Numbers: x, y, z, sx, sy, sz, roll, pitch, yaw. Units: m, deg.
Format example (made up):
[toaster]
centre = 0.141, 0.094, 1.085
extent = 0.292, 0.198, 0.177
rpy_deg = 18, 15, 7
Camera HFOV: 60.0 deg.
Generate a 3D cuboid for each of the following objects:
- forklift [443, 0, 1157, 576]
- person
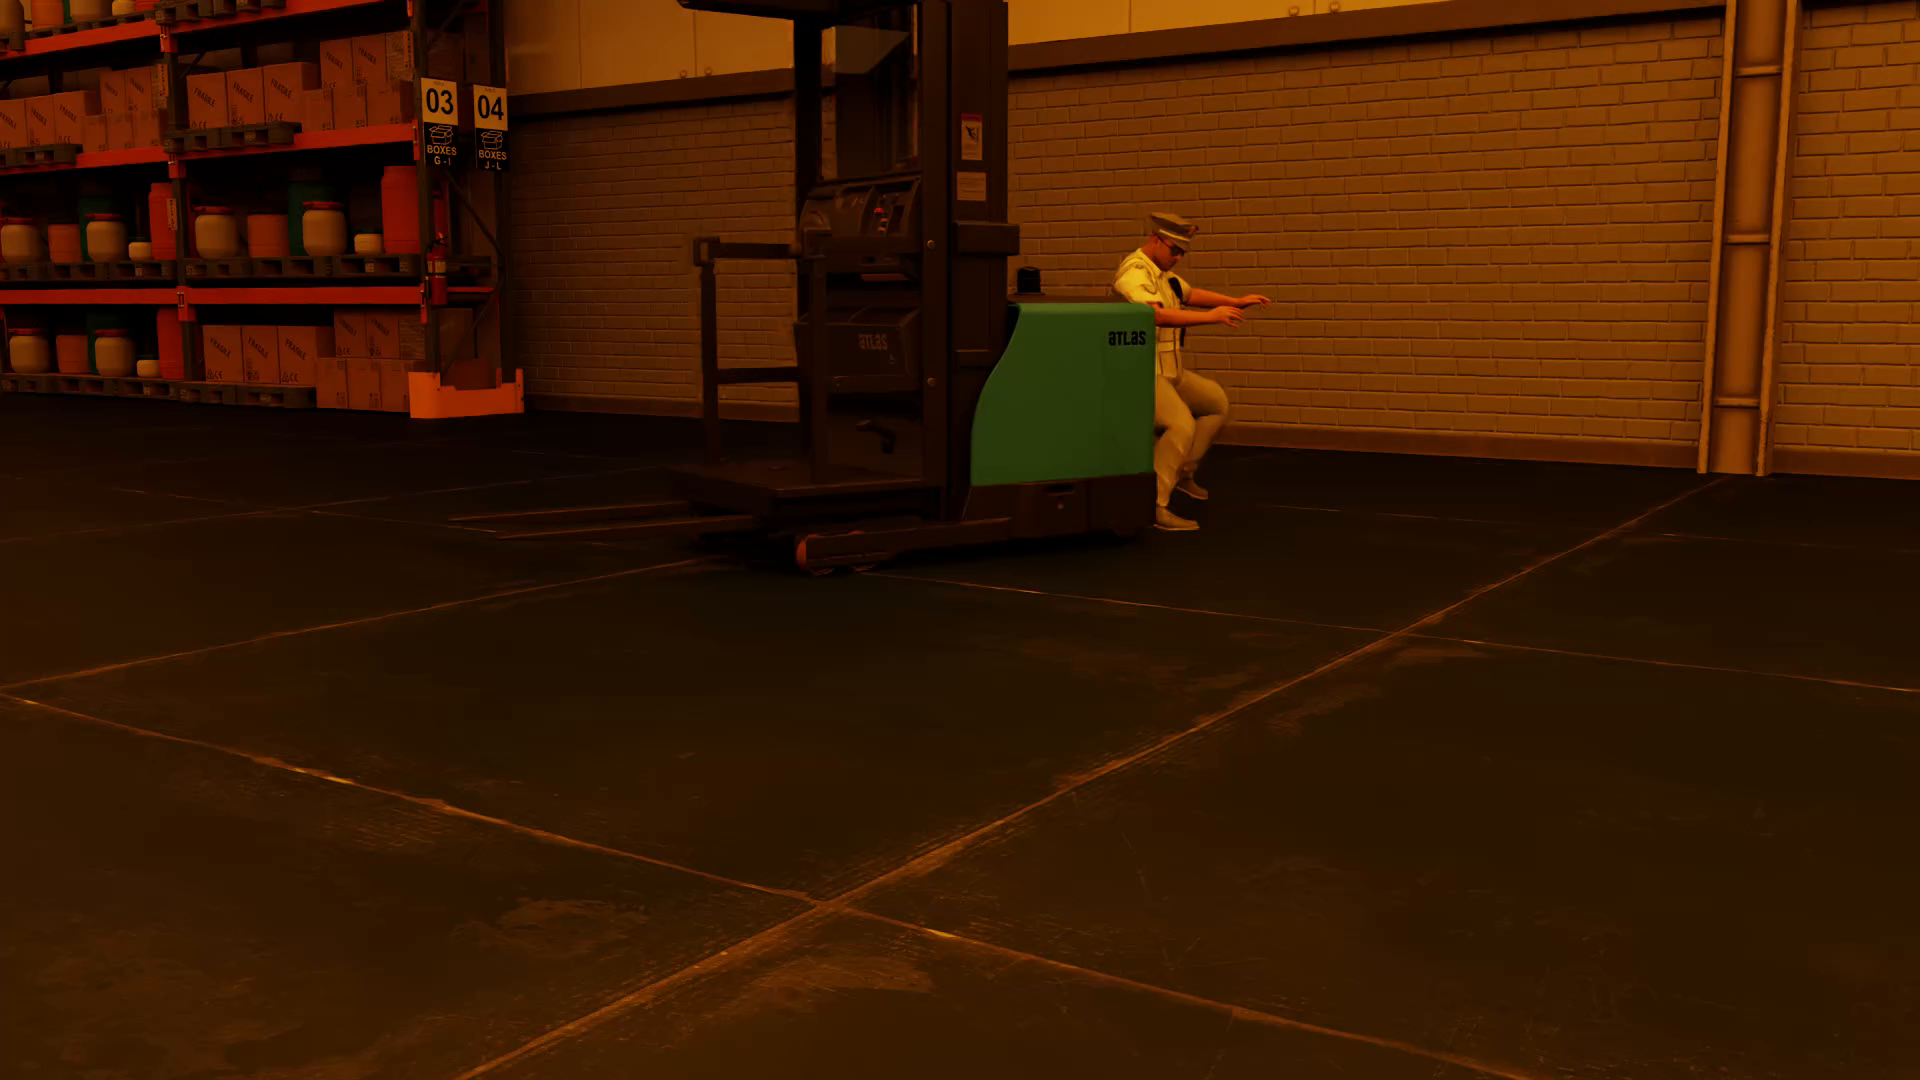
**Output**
[forklift]
centre = -0.611, -1.394, 6.992
extent = 3.031, 2.935, 1.130
rpy_deg = -5, 10, -33
[person]
centre = 1.111, -0.871, 8.388
extent = 0.754, 1.530, 1.124
rpy_deg = 4, 9, 27
